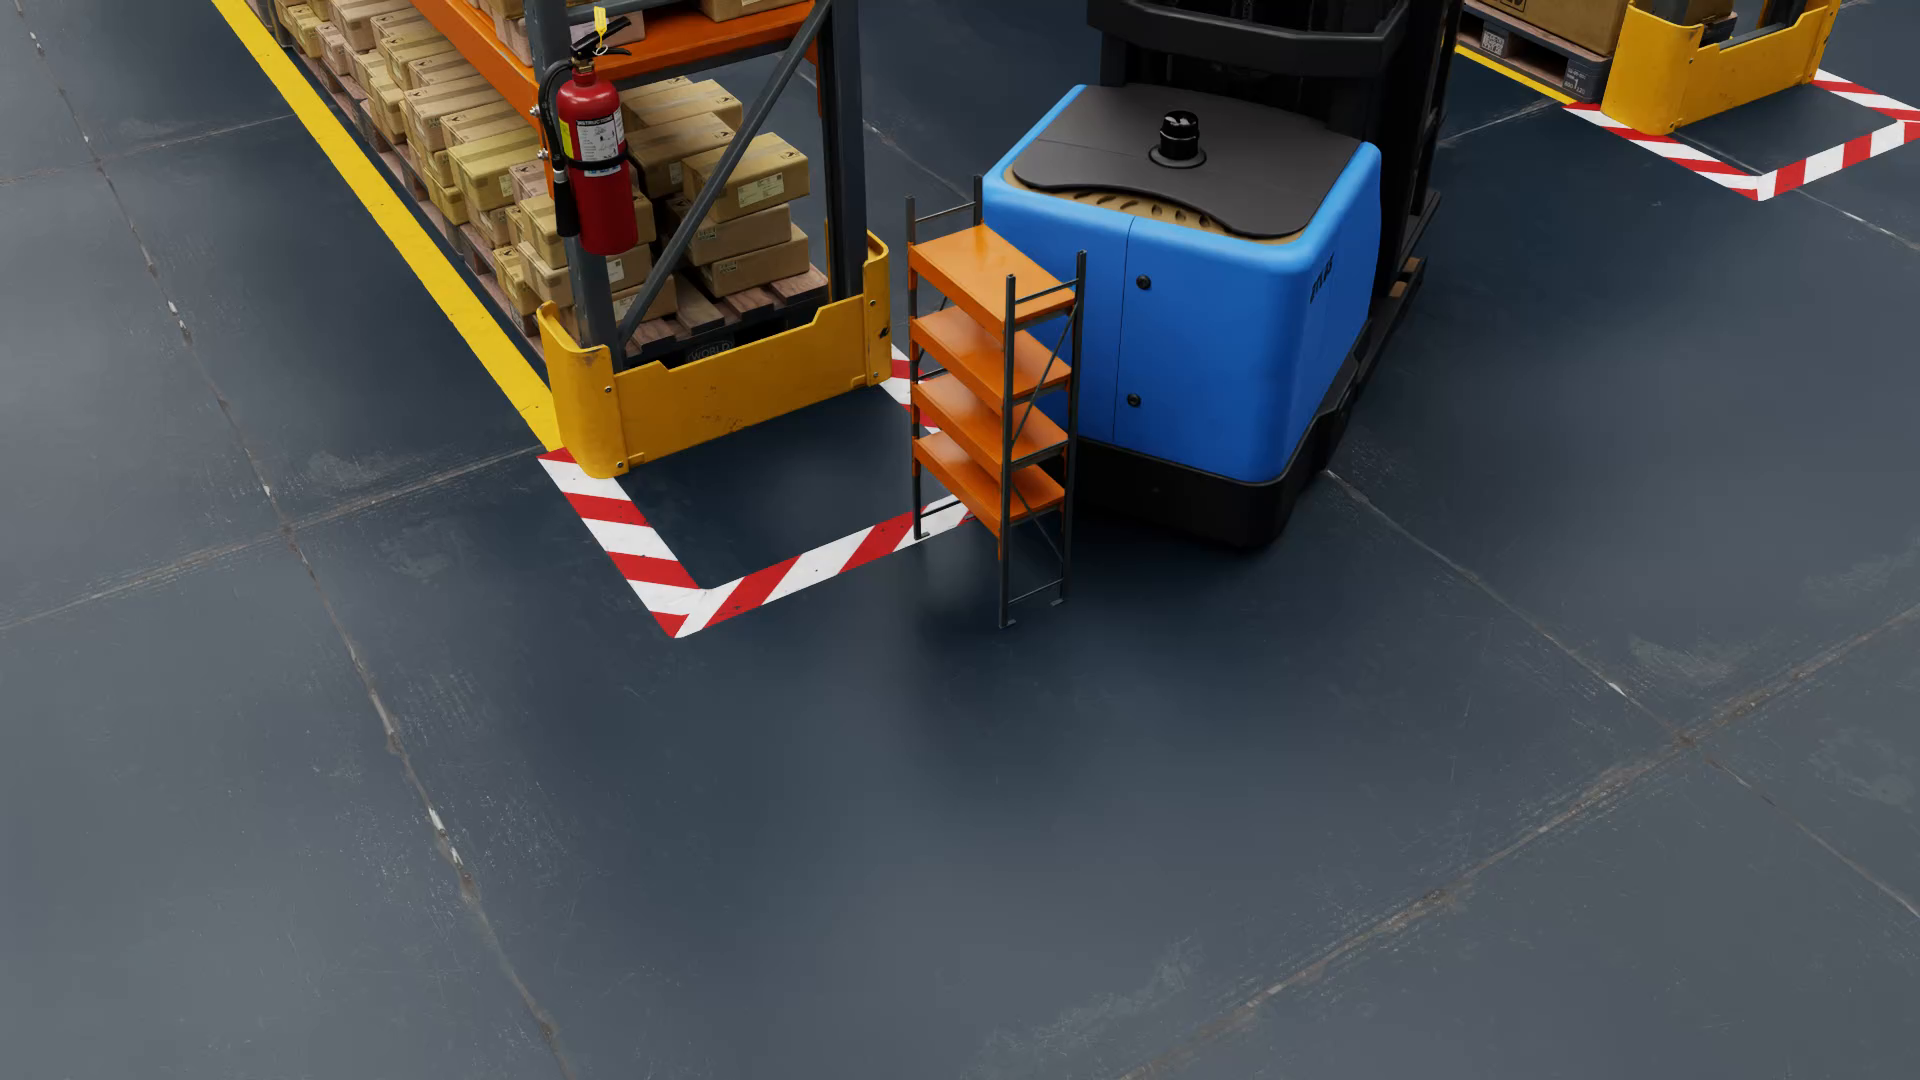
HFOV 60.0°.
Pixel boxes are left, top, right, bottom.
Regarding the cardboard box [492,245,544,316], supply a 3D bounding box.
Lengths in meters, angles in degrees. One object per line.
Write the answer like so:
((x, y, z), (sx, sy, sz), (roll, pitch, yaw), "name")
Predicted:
((-1.445, -0.972, 5.972), (0.380, 0.149, 0.250), (-21, 44, -23), "cardboard box")

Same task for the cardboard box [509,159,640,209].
((-1.347, -1.238, 5.827), (0.380, 0.149, 0.250), (-21, 44, -24), "cardboard box")

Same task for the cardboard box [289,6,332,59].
((-2.845, -2.364, 7.643), (0.380, 0.149, 0.250), (-21, 44, -23), "cardboard box")

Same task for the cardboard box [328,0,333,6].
((-2.627, -2.497, 7.338), (0.380, 0.149, 0.250), (-23, 45, -25), "cardboard box")

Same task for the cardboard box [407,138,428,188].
((-1.978, -1.543, 6.658), (0.380, 0.149, 0.250), (-21, 44, -24), "cardboard box")

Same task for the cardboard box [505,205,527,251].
((-1.382, -1.116, 5.913), (0.380, 0.149, 0.250), (-23, 45, -25), "cardboard box")

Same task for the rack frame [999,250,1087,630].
((0.220, -0.240, 4.601), (0.240, 1.200, 0.015), (-22, 45, -24), "rack frame")

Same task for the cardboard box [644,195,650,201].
((-1.134, -1.410, 6.265), (0.380, 0.149, 0.250), (-22, 44, -24), "cardboard box")

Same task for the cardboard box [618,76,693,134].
((-1.238, -1.677, 6.353), (0.380, 0.149, 0.250), (-24, 46, -26), "cardboard box")

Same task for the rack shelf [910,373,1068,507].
((0.089, -0.320, 4.802), (0.258, 0.148, 0.480), (-22, 45, -24), "rack shelf")

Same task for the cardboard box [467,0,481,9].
((-1.426, -1.849, 5.322), (0.380, 0.149, 0.250), (-23, 45, -25), "cardboard box")

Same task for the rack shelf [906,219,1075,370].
((0.089, -0.673, 4.507), (0.258, 0.148, 0.480), (-22, 45, -24), "rack shelf")

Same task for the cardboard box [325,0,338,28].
((-2.615, -2.398, 7.451), (0.380, 0.149, 0.250), (-22, 45, -25), "cardboard box")

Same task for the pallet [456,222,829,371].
((-1.210, -1.010, 6.297), (1.003, 0.211, 1.213), (-22, 45, -24), "pallet")

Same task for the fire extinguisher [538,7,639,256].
((-1.016, -1.122, 4.605), (0.296, 0.674, 0.183), (-22, 45, -24), "fire extinguisher")

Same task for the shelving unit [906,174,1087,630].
((0.089, -0.372, 4.759), (0.258, 1.200, 0.503), (-22, 45, -24), "shelving unit")

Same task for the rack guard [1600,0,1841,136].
((3.487, -2.269, 7.582), (1.175, 0.500, 0.348), (-22, 45, -24), "rack guard")

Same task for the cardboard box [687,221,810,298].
((-0.774, -1.049, 6.064), (0.380, 0.149, 0.250), (-21, 44, -24), "cardboard box")

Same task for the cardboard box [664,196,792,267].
((-0.828, -1.141, 5.943), (0.380, 0.149, 0.250), (-20, 44, -23), "cardboard box")

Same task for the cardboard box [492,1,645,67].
((-1.176, -1.572, 4.989), (0.380, 0.149, 0.250), (-22, 45, -24), "cardboard box")

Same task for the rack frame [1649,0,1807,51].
((3.474, -3.242, 6.798), (1.000, 3.000, 0.127), (-22, 45, -24), "rack frame")

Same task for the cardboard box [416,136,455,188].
((-1.857, -1.511, 6.387), (0.380, 0.149, 0.250), (-22, 44, -24), "cardboard box")

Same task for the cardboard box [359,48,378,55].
((-2.344, -2.095, 7.088), (0.380, 0.149, 0.250), (-20, 44, -22), "cardboard box")

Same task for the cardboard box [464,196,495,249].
((-1.658, -1.273, 6.333), (0.380, 0.149, 0.250), (-22, 44, -24), "cardboard box")

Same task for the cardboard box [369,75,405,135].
((-2.151, -1.795, 6.728), (0.380, 0.149, 0.250), (-22, 44, -24), "cardboard box")

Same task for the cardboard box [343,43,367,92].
((-2.489, -2.128, 7.359), (0.380, 0.149, 0.250), (-23, 45, -25), "cardboard box")

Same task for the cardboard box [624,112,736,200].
((-1.007, -1.391, 6.011), (0.380, 0.149, 0.250), (-21, 44, -24), "cardboard box")

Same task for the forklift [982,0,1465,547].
((1.126, -2.044, 5.413), (1.130, 2.935, 3.031), (17, 43, 20), "forklift")

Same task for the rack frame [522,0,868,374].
((-0.762, -1.589, 4.814), (1.000, 3.000, 0.127), (-22, 45, -24), "rack frame")

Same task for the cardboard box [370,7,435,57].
((-2.183, -2.080, 6.837), (0.380, 0.149, 0.250), (-24, 45, -26), "cardboard box")

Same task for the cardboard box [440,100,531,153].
((-1.680, -1.496, 6.136), (0.380, 0.149, 0.250), (-24, 45, -26), "cardboard box")

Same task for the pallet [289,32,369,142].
((-2.522, -2.327, 7.878), (1.003, 0.211, 1.213), (-22, 45, -24), "pallet")

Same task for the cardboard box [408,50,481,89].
((-1.919, -1.802, 6.503), (0.380, 0.149, 0.250), (-24, 45, -26), "cardboard box")

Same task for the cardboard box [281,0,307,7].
((-2.988, -2.623, 7.721), (0.380, 0.149, 0.250), (-20, 44, -22), "cardboard box")
